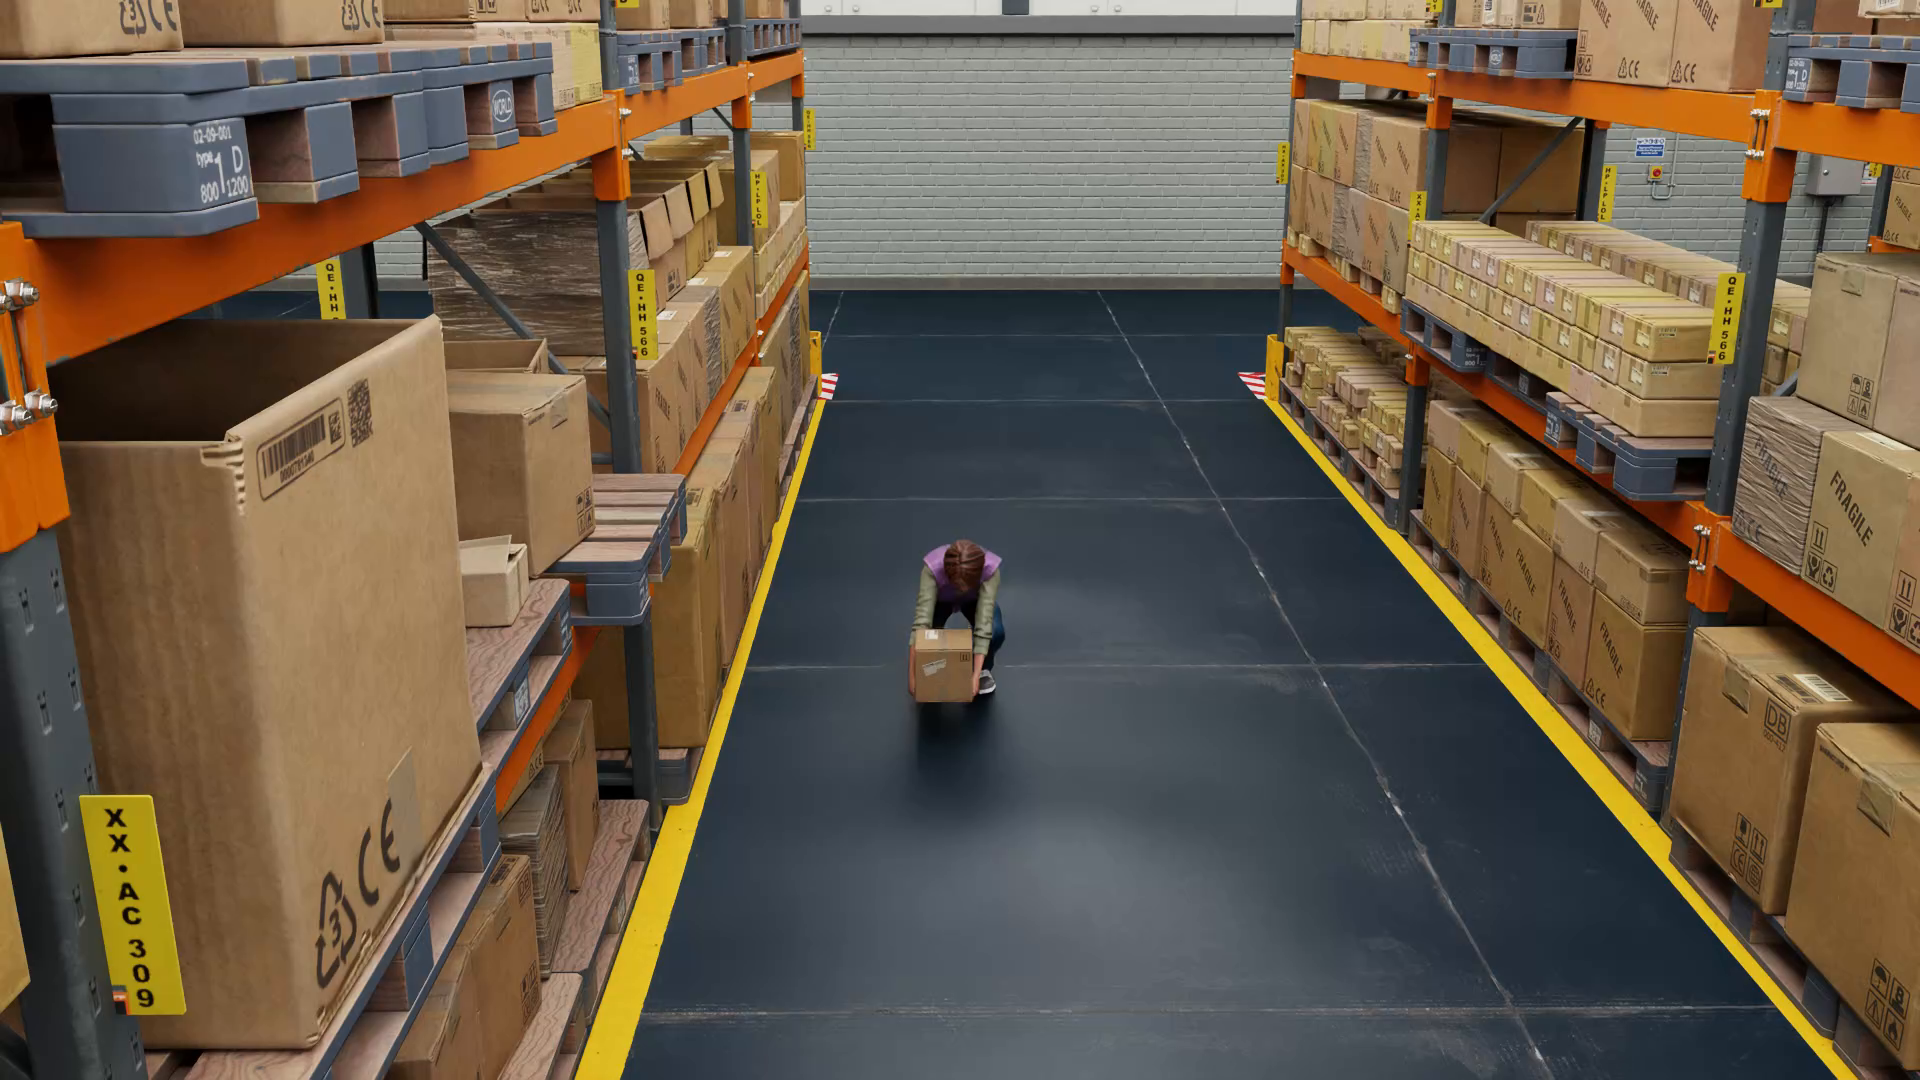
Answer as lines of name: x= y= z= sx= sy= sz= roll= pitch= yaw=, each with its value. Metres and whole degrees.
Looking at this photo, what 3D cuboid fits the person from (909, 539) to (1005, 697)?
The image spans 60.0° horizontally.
person: x=-0.012 y=0.352 z=7.701 sx=0.438 sy=0.852 sz=0.911 roll=0 pitch=17 yaw=0
